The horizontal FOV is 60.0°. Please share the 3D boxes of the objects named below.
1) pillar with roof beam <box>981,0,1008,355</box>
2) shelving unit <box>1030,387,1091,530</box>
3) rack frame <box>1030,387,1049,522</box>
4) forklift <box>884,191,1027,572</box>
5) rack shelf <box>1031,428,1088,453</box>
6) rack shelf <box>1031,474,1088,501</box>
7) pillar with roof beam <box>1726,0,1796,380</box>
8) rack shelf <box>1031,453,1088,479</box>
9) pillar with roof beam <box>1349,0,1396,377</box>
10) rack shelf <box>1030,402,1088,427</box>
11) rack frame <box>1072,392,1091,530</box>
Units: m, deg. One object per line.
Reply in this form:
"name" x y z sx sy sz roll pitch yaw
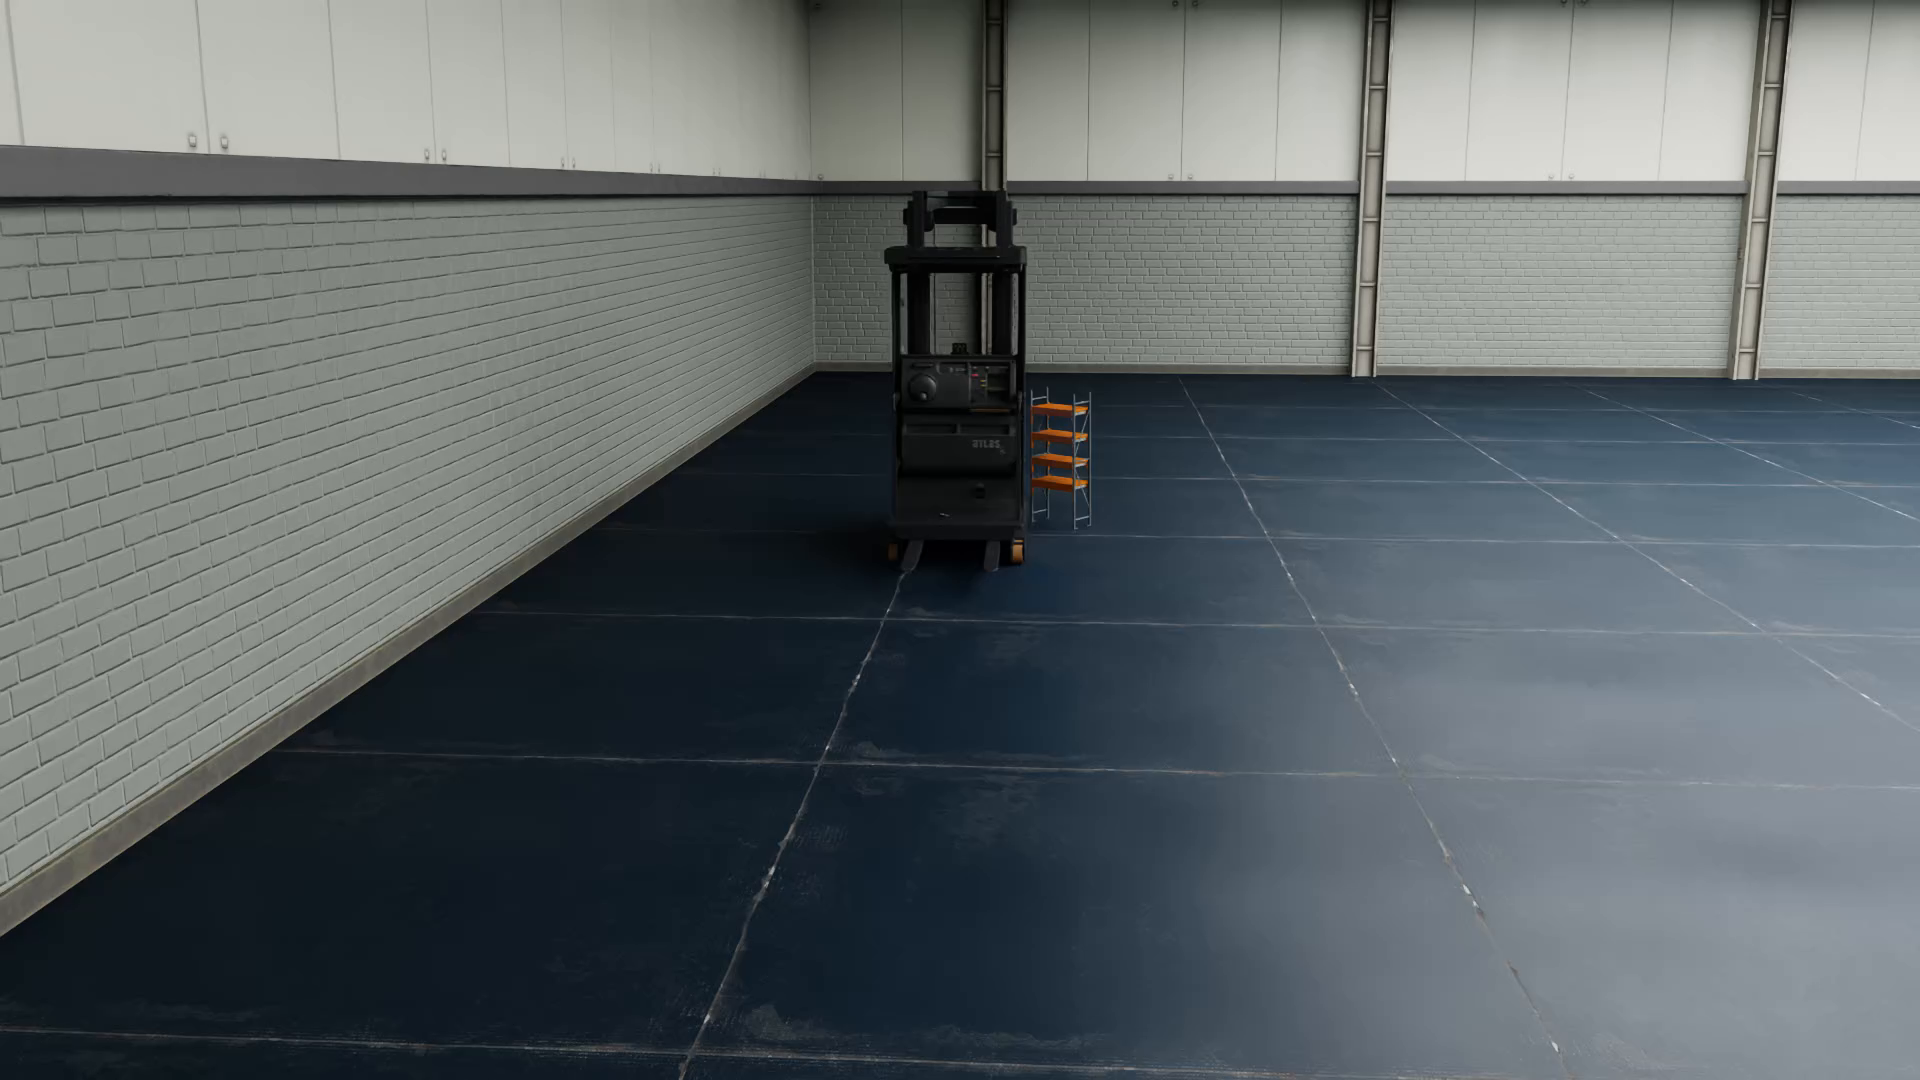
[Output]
"pillar with roof beam" 0.266 -6.278 22.301 0.400 9.000 9.100 1 12 4
"shelving unit" 0.895 -0.733 14.823 0.503 1.200 0.258 11 17 42
"rack frame" 0.716 -0.767 14.986 0.015 1.200 0.240 11 17 42
"forklift" -0.019 -1.303 13.336 1.130 2.935 3.031 1 12 2
"rack shelf" 0.892 -0.885 14.789 0.480 0.148 0.258 11 17 42
"rack shelf" 0.900 -0.474 14.883 0.480 0.148 0.258 11 17 42
"pillar with roof beam" 12.239 -6.113 21.516 0.400 9.000 9.100 1 12 4
"rack shelf" 0.896 -0.667 14.838 0.480 0.148 0.258 11 17 42
"pillar with roof beam" 6.252 -6.196 21.908 0.400 9.000 9.100 1 12 4
"rack shelf" 0.888 -1.116 14.736 0.480 0.148 0.258 11 17 42
"rack frame" 1.074 -0.699 14.661 0.015 1.200 0.240 11 17 42
